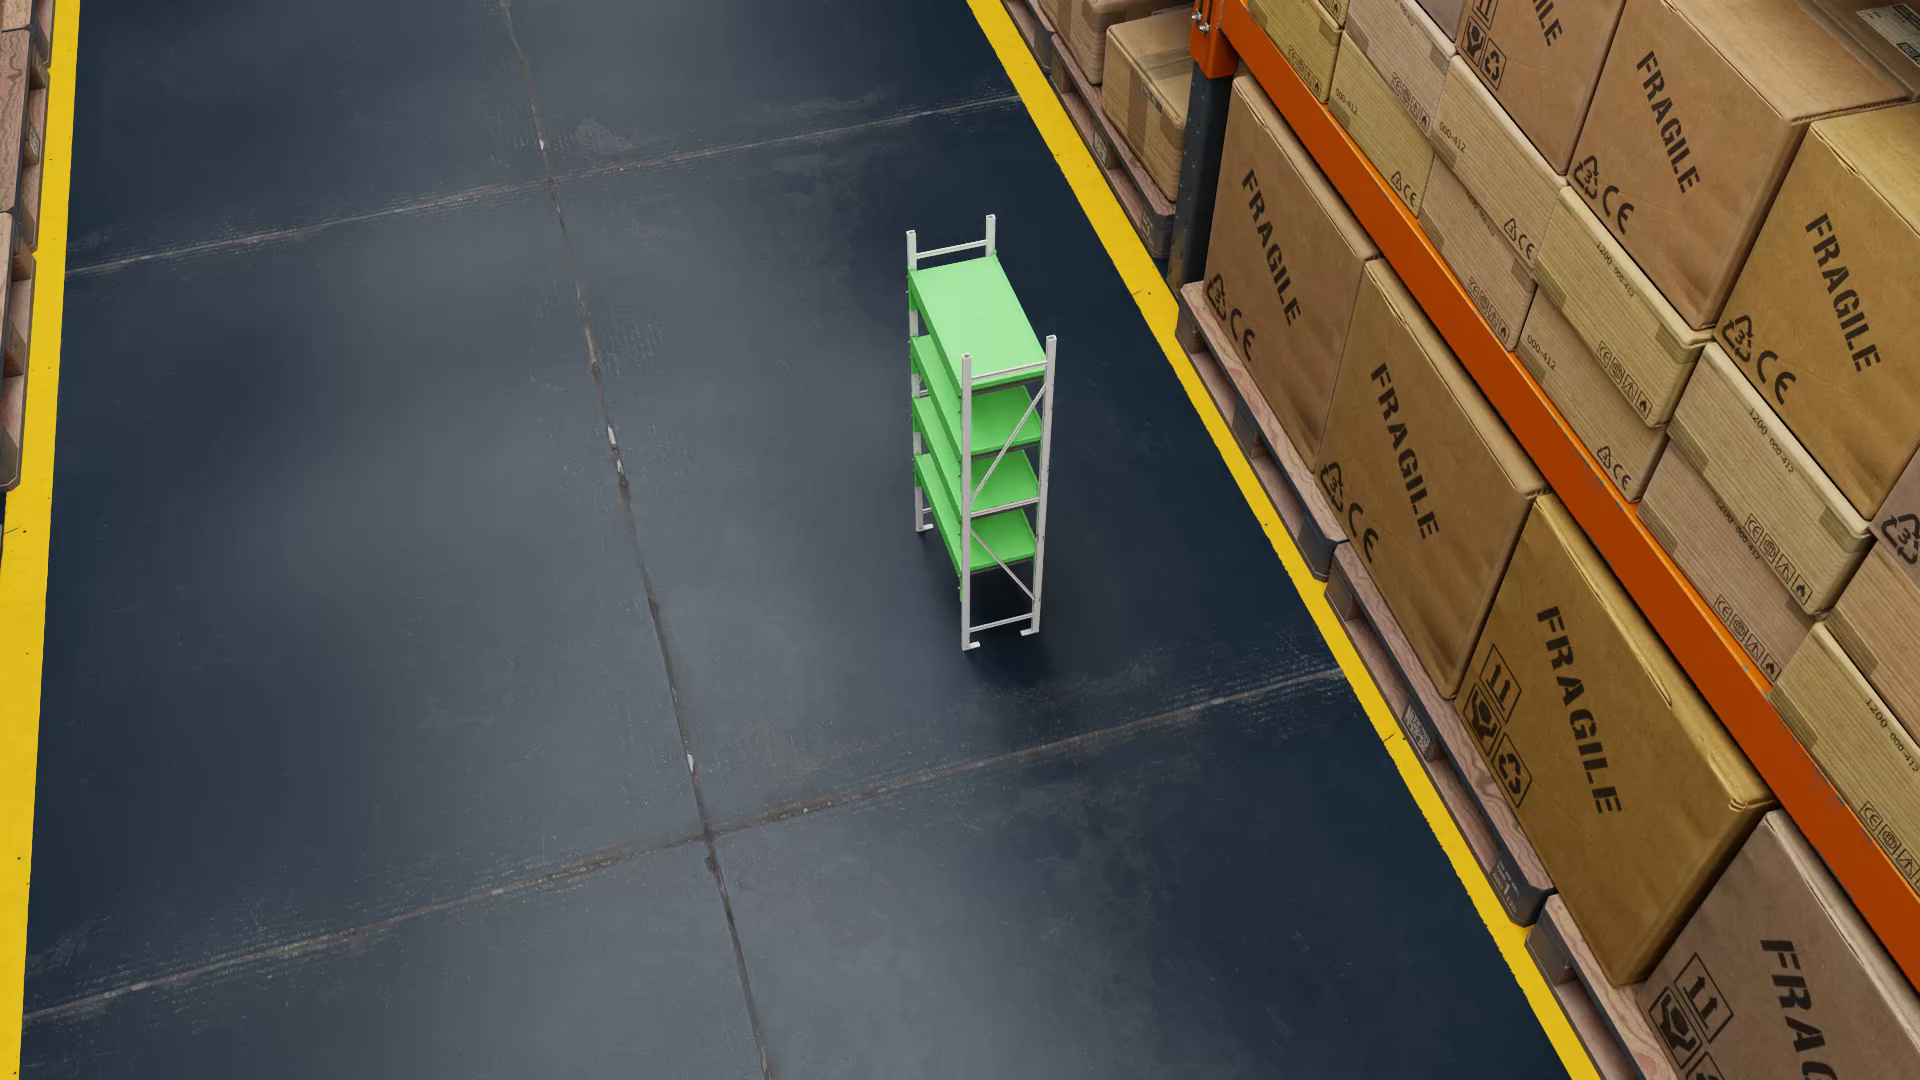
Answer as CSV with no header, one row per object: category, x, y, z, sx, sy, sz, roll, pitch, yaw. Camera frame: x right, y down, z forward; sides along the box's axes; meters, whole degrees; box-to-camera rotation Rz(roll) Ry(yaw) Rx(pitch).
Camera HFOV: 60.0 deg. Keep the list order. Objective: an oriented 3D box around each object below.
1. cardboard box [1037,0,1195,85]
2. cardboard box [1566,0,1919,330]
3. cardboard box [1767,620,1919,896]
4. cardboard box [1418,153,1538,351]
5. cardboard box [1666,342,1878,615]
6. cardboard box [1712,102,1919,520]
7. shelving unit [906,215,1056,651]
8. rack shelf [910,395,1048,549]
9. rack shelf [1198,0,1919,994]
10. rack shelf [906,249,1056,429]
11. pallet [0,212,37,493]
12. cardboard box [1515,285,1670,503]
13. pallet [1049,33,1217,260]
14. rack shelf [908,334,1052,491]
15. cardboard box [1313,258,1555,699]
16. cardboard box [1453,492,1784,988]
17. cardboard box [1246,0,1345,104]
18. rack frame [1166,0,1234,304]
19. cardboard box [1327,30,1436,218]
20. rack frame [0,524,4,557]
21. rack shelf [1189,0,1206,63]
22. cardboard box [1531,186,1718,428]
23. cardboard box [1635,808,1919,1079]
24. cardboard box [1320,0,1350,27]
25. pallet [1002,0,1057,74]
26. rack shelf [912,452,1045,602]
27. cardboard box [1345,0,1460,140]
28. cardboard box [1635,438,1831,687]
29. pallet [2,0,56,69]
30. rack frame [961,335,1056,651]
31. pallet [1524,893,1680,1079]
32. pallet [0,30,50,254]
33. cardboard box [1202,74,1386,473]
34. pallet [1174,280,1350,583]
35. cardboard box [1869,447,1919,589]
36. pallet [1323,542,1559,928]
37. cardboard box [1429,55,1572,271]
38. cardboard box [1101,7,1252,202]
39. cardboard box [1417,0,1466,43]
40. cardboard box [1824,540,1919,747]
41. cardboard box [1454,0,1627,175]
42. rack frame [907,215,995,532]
cardboard box,0.860,-2.213,6.598,0.950,0.372,0.625,-14,51,-12
cardboard box,1.596,-0.801,3.244,0.500,0.500,0.500,-13,51,-10
cardboard box,1.903,0.355,3.087,0.500,0.250,0.500,-14,51,-11
cardboard box,1.466,-0.754,4.022,0.500,0.250,0.500,-12,51,-10
cardboard box,1.750,-0.171,3.203,0.500,0.250,0.500,-12,51,-10
cardboard box,1.763,-0.426,2.928,0.500,0.500,0.500,-12,51,-10
shelving unit,0.049,-0.266,4.689,0.258,1.200,0.503,-13,51,-11
rack shelf,0.049,-0.225,4.738,0.258,0.148,0.480,-13,51,-11
rack shelf,1.835,-0.280,3.994,1.077,0.370,4.000,-13,51,-11
rack shelf,0.049,-0.534,4.371,0.258,0.148,0.480,-13,51,-11
pallet,-3.703,-0.559,5.583,1.003,0.211,1.213,-13,51,-11
cardboard box,1.615,-0.395,3.719,0.500,0.250,0.500,-13,51,-11
pallet,1.014,-1.645,6.498,1.003,0.211,1.213,-13,51,-11
rack shelf,0.049,-0.379,4.555,0.258,0.148,0.480,-13,51,-11
cardboard box,1.628,-0.247,4.612,0.875,0.875,0.875,-13,51,-11
cardboard box,1.892,0.406,4.061,0.875,0.875,0.875,-12,51,-10
cardboard box,1.148,-1.510,4.659,0.500,0.250,0.500,-14,51,-12
rack frame,1.243,-1.972,4.951,1.000,3.000,0.127,-13,51,-11
cardboard box,1.317,-1.139,4.346,0.500,0.250,0.500,-15,51,-12
rack frame,-3.497,-0.847,4.002,1.000,3.000,0.127,-13,51,-11
rack shelf,0.652,-3.201,6.457,1.077,0.370,4.000,-13,51,-11
cardboard box,1.582,-0.541,3.515,0.500,0.250,0.500,-13,51,-10
cardboard box,2.167,1.064,3.506,0.875,0.875,0.875,-12,51,-10
cardboard box,1.157,-1.659,4.458,0.500,0.250,0.500,-14,51,-11
pallet,0.657,-2.534,7.248,1.003,0.211,1.213,-13,51,-11
rack shelf,0.049,-0.070,4.922,0.258,0.148,0.480,-13,51,-11
cardboard box,1.309,-1.281,4.140,0.500,0.250,0.500,-12,51,-10
cardboard box,1.772,-0.018,3.402,0.500,0.250,0.500,-15,51,-12
pallet,-4.425,-2.341,7.085,1.003,0.211,1.213,-13,51,-11
rack frame,0.121,-0.088,4.539,0.240,1.200,0.015,-13,51,-11
pallet,2.126,1.301,4.015,1.003,0.211,1.213,-13,51,-11
pallet,-4.060,-1.448,6.333,1.003,0.211,1.213,-13,51,-11
cardboard box,1.368,-0.900,5.162,0.875,0.875,0.875,-14,51,-11
pallet,1.405,-0.481,5.517,1.003,0.211,1.213,-13,51,-11
cardboard box,1.894,-0.051,2.612,0.500,0.500,0.500,-12,51,-10
pallet,1.762,0.409,4.767,1.003,0.211,1.213,-13,51,-11
cardboard box,1.445,-0.915,3.830,0.500,0.250,0.500,-13,51,-11
cardboard box,1.086,-1.676,6.145,0.950,0.372,0.625,-16,52,-13
cardboard box,1.312,-1.551,3.876,0.500,0.500,0.500,-13,51,-11
cardboard box,1.909,0.206,2.886,0.500,0.250,0.500,-12,51,-10
cardboard box,1.450,-1.170,3.555,0.500,0.500,0.500,-12,51,-10
rack frame,-0.023,-0.444,4.840,0.240,1.200,0.015,-13,51,-11
